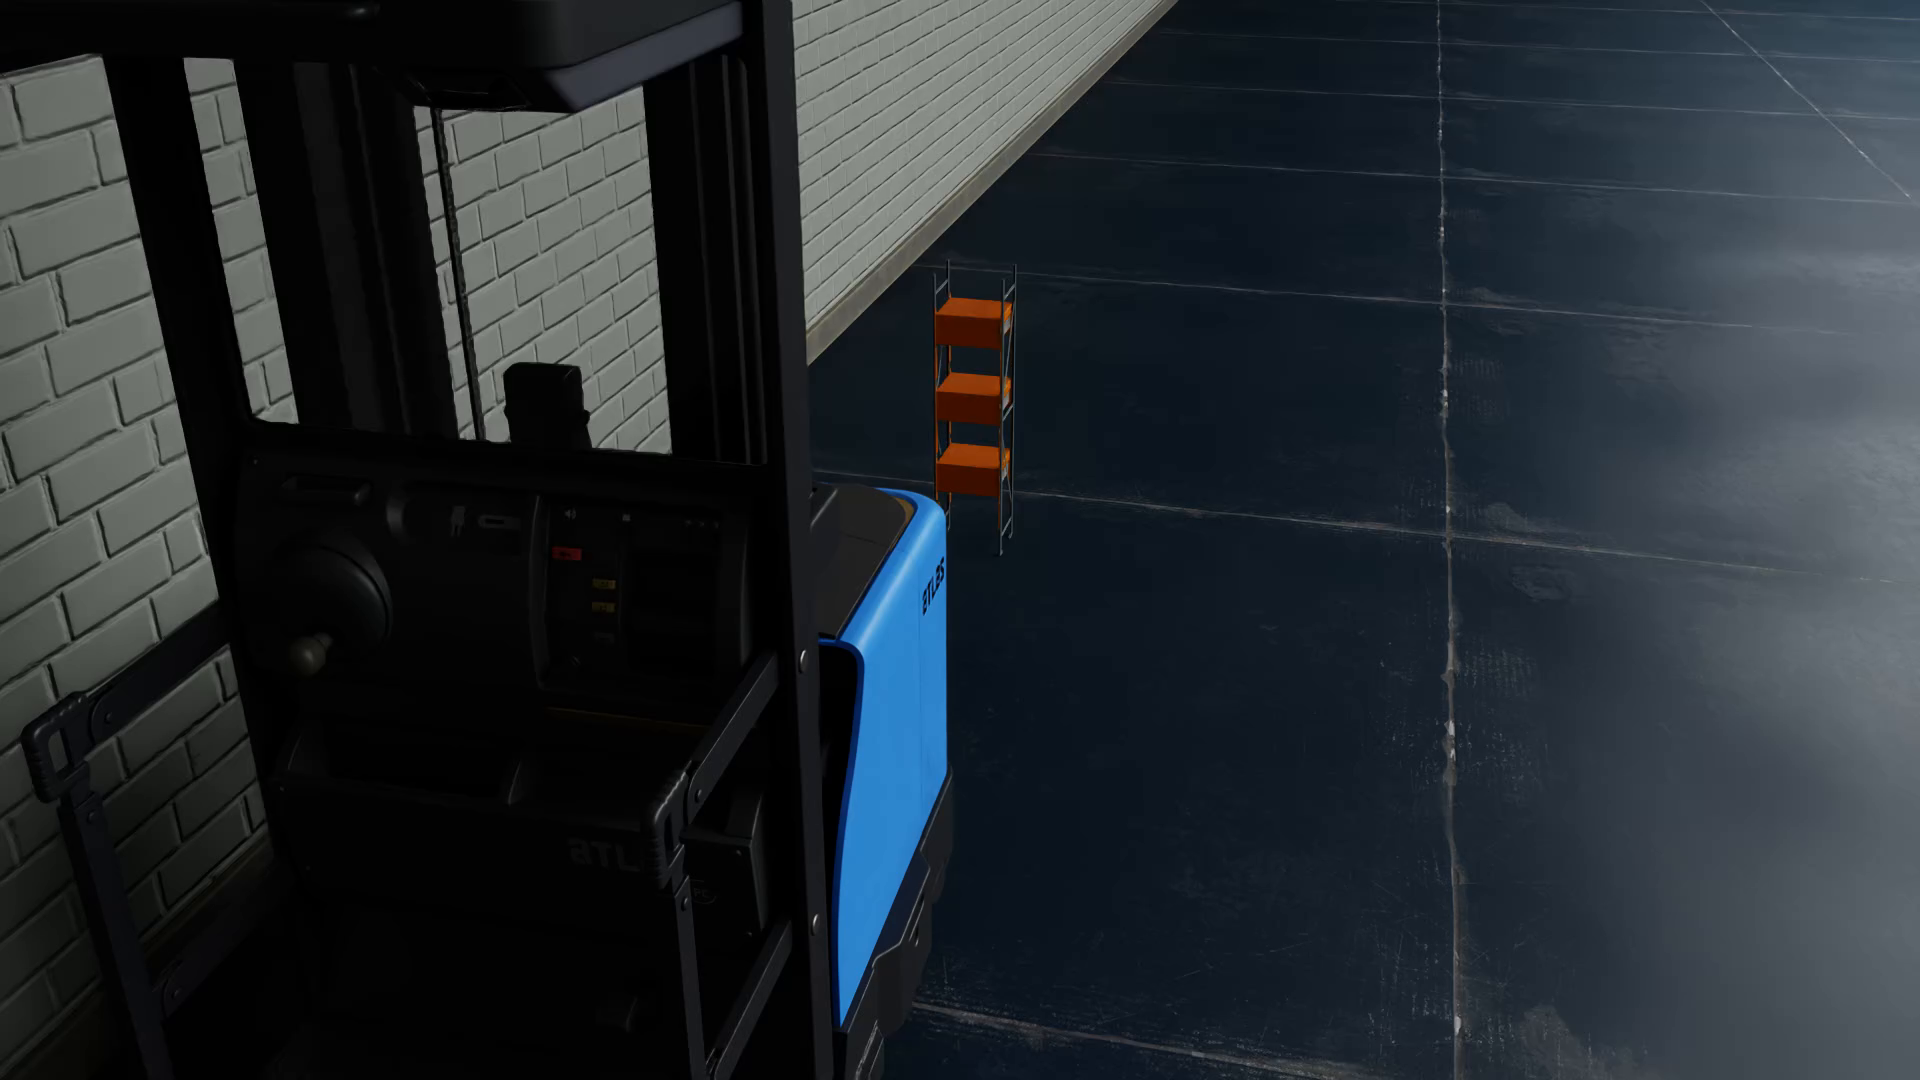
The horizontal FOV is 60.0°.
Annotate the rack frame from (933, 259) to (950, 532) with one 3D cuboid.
[{"bbox_3d":[-0.066,-0.481,6.040,0.008,1.050,0.200,6,26,13],"label":"rack frame"}]

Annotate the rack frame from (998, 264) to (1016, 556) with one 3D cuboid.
[{"bbox_3d":[0.170,-0.455,5.985,0.008,1.050,0.200,6,26,13],"label":"rack frame"}]

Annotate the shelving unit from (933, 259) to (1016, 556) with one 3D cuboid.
[{"bbox_3d":[0.052,-0.468,6.012,0.252,1.050,0.215,6,26,13],"label":"shelving unit"}]

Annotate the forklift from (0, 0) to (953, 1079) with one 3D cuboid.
[{"bbox_3d":[-0.843,0.102,2.626,1.130,2.935,3.031,6,26,11],"label":"forklift"}]

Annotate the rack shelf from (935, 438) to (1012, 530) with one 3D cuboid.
[{"bbox_3d":[0.052,-0.208,6.136,0.240,0.259,0.215,6,26,13],"label":"rack shelf"}]

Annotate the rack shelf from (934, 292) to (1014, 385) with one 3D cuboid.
[{"bbox_3d":[0.052,-0.715,5.895,0.240,0.259,0.215,6,26,13],"label":"rack shelf"}]

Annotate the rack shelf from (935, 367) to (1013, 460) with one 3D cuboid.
[{"bbox_3d":[0.052,-0.459,6.017,0.240,0.259,0.215,6,26,13],"label":"rack shelf"}]
